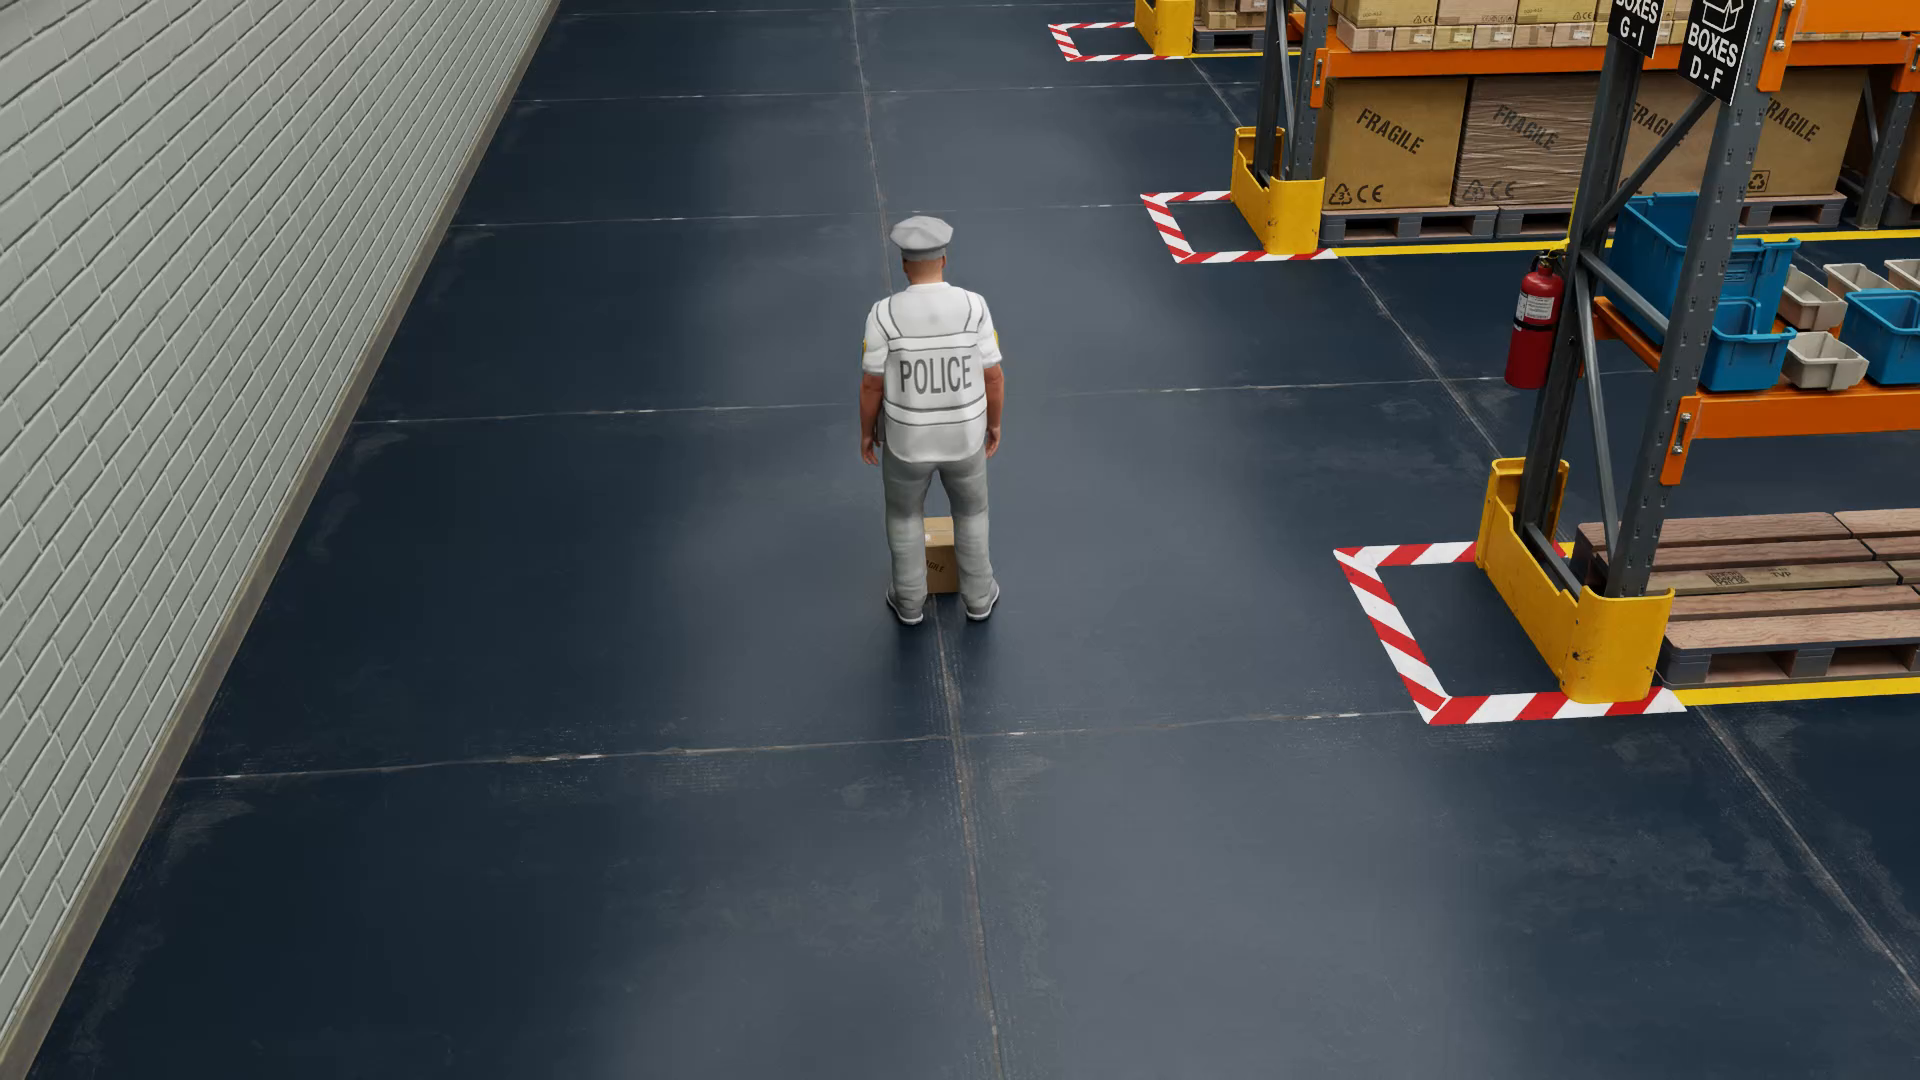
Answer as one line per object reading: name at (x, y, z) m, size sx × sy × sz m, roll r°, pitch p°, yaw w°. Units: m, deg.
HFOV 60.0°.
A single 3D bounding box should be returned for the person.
person at (-0.109, -0.436, 6.853) m, size 0.599 × 1.749 × 0.433 m, roll -4°, pitch 31°, yaw -6°
